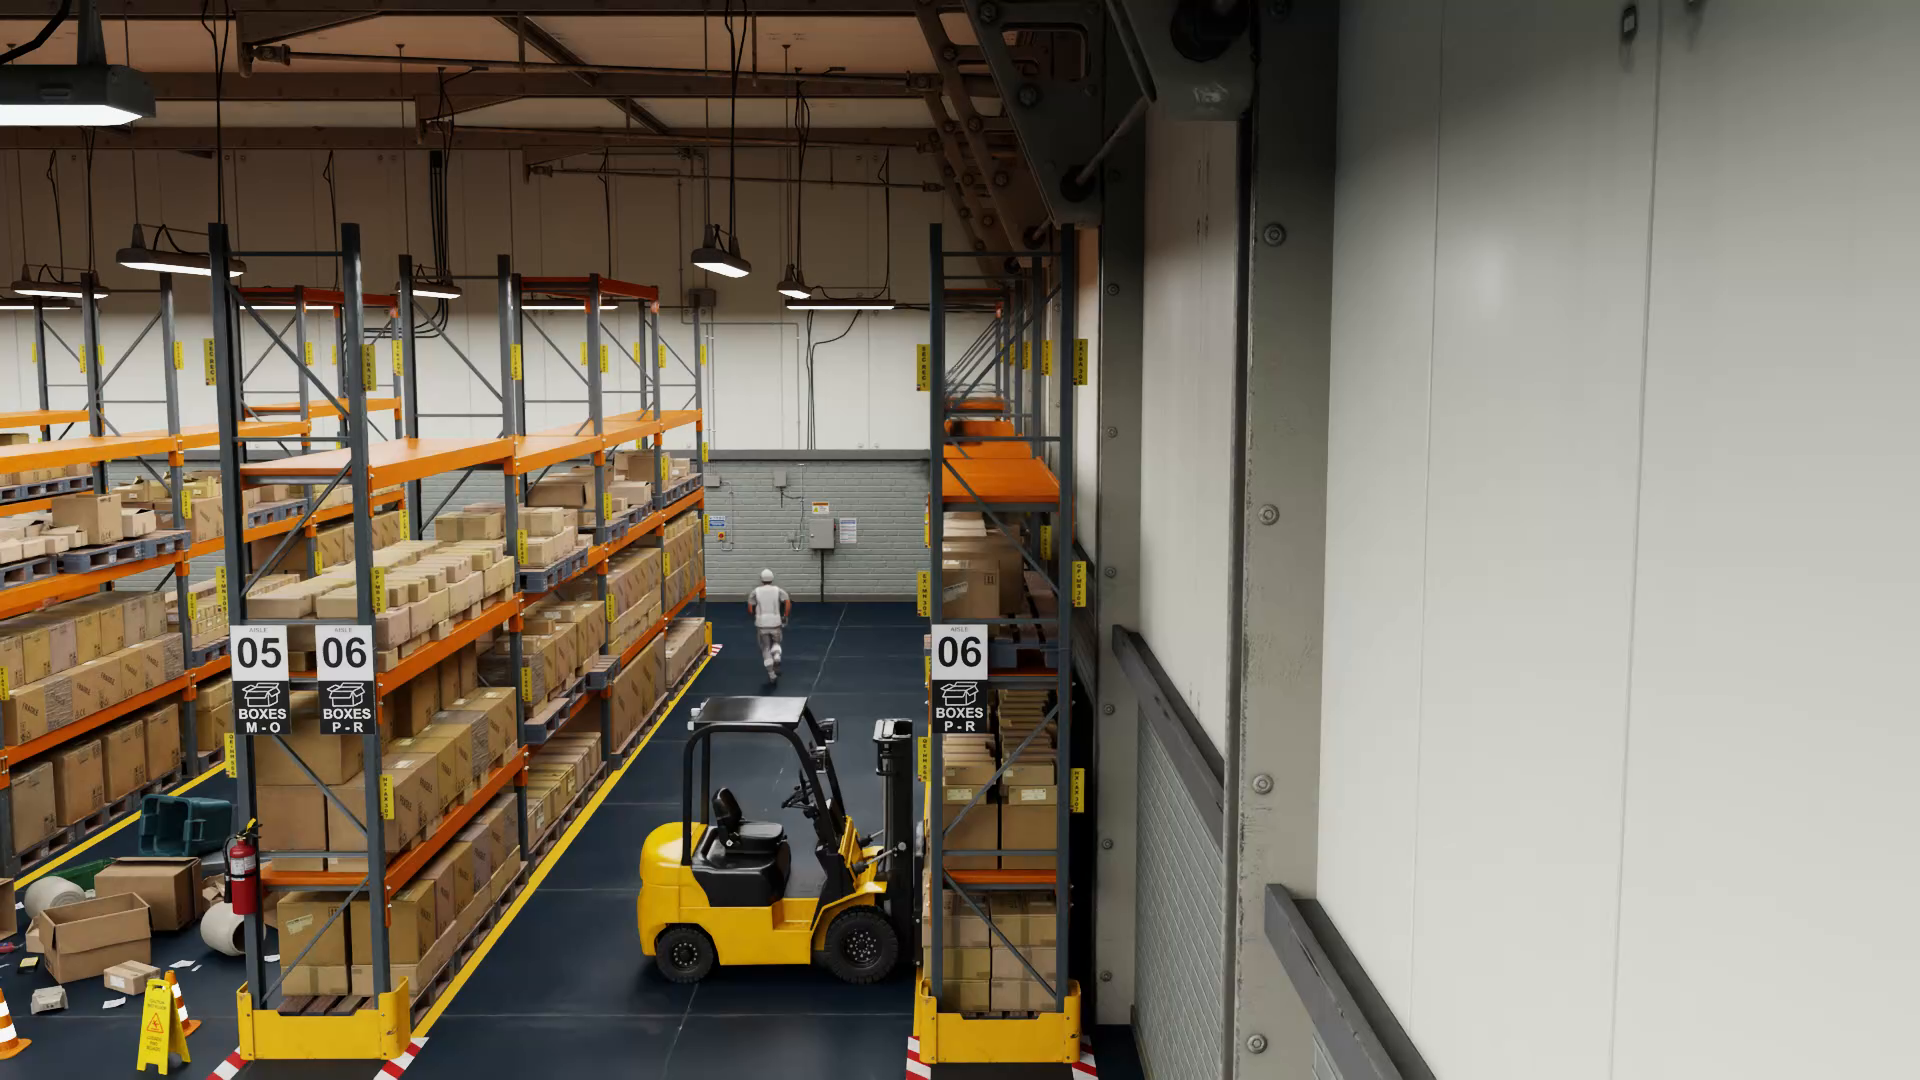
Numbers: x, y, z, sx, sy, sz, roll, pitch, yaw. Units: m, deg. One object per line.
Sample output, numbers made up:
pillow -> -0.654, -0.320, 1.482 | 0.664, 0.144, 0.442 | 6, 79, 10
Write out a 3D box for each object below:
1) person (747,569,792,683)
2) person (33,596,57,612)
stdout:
person -> -2.951, 1.310, 25.663 | 0.664, 1.736, 0.565 | -1, 7, -12
person -> -12.850, 1.550, 23.449 | 0.633, 1.741, 0.620 | -1, 7, -11
